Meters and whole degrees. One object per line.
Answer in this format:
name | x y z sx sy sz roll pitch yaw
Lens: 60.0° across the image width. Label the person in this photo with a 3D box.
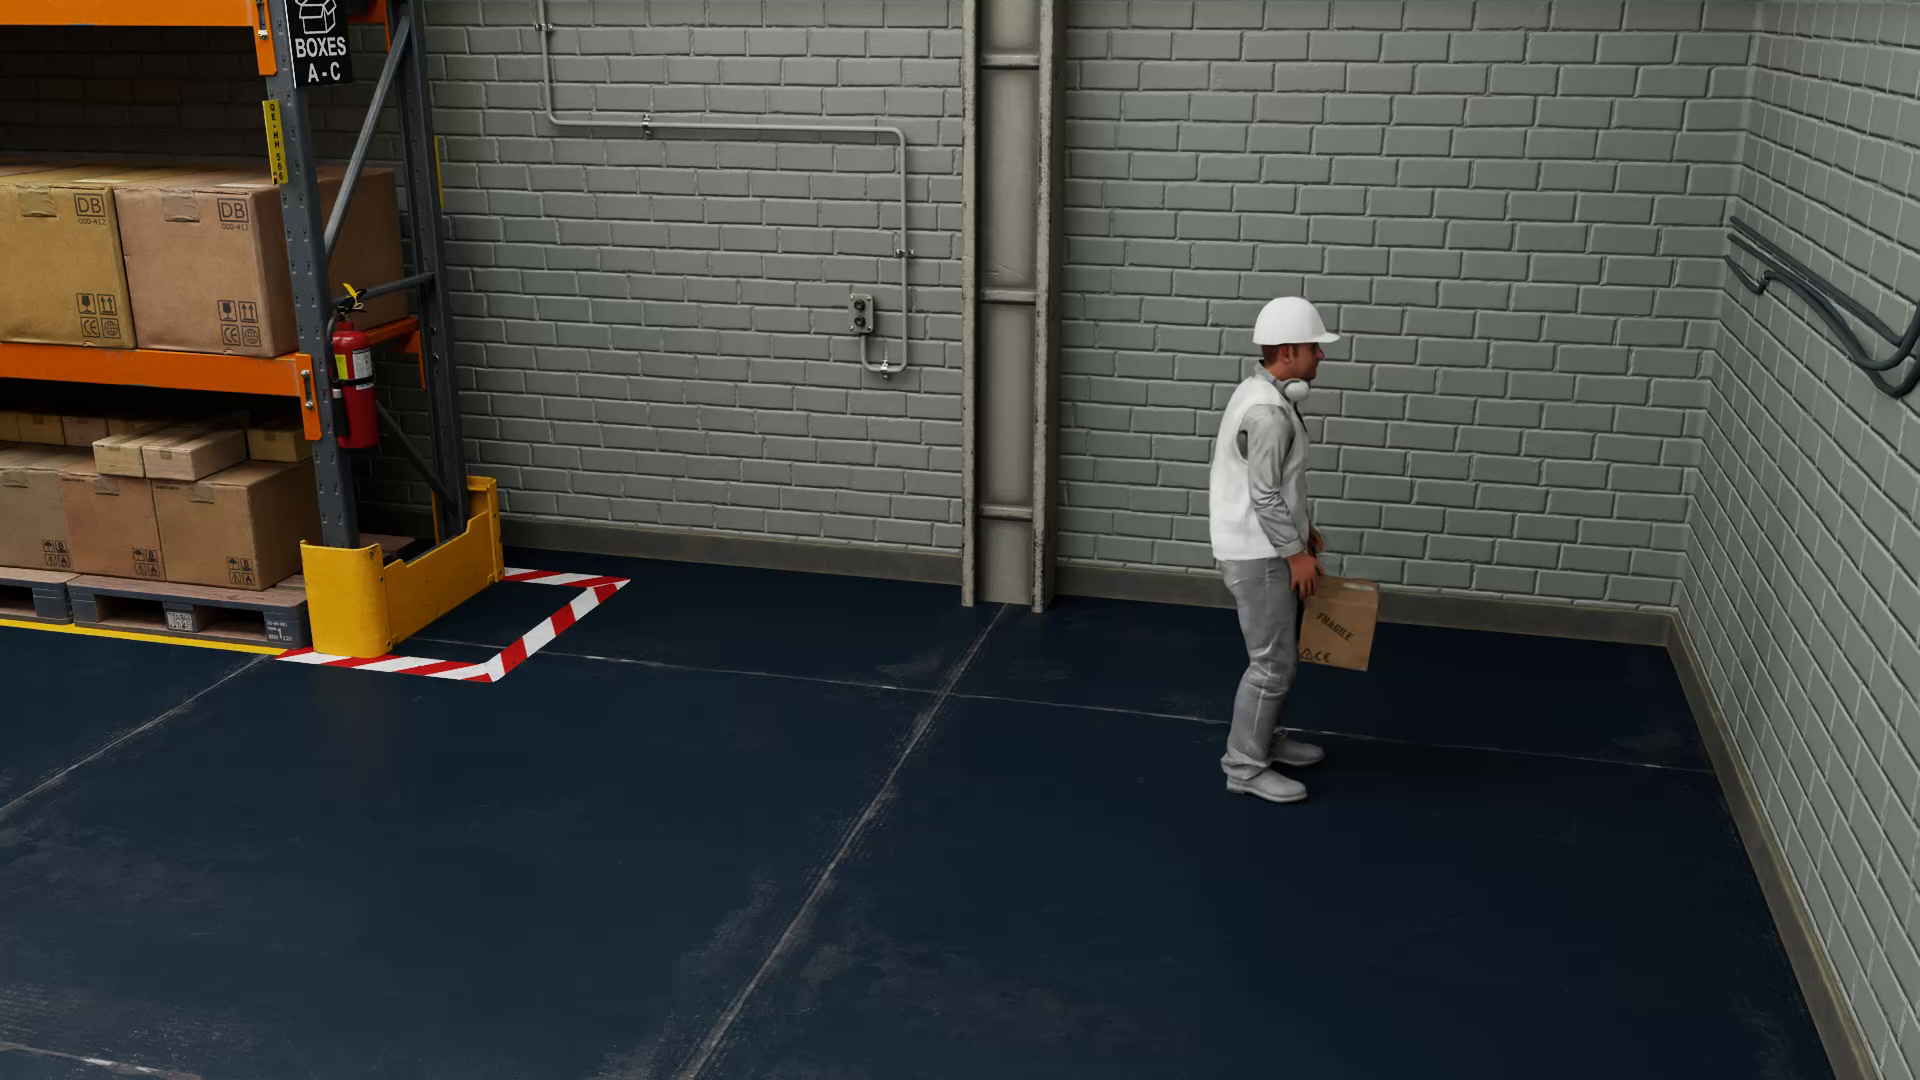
person | 1.119 0.018 5.950 0.471 1.777 0.556 4 19 12
